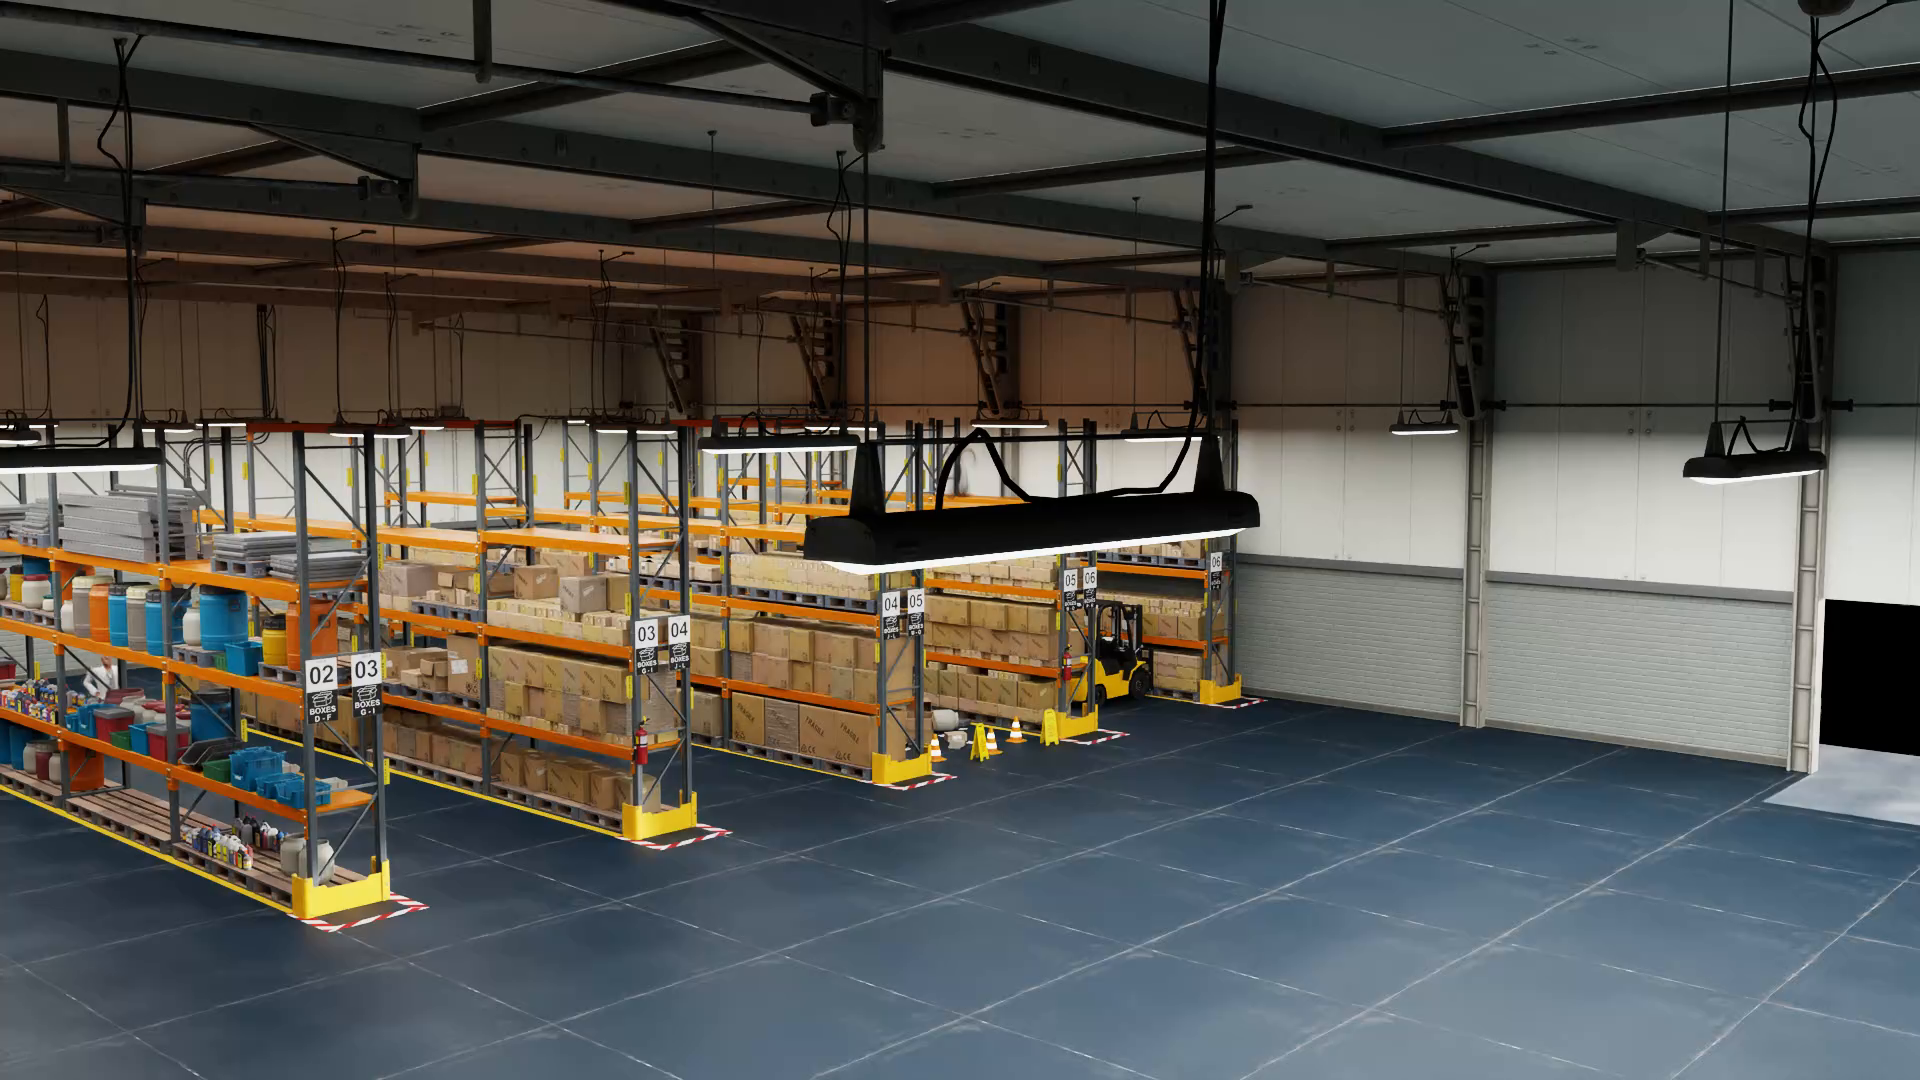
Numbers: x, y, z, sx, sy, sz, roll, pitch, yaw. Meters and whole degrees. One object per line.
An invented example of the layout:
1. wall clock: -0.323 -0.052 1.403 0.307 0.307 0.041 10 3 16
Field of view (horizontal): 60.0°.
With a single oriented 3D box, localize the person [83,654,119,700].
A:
1. person: -15.750 2.961 30.701 0.880 1.765 0.711 4 6 39
